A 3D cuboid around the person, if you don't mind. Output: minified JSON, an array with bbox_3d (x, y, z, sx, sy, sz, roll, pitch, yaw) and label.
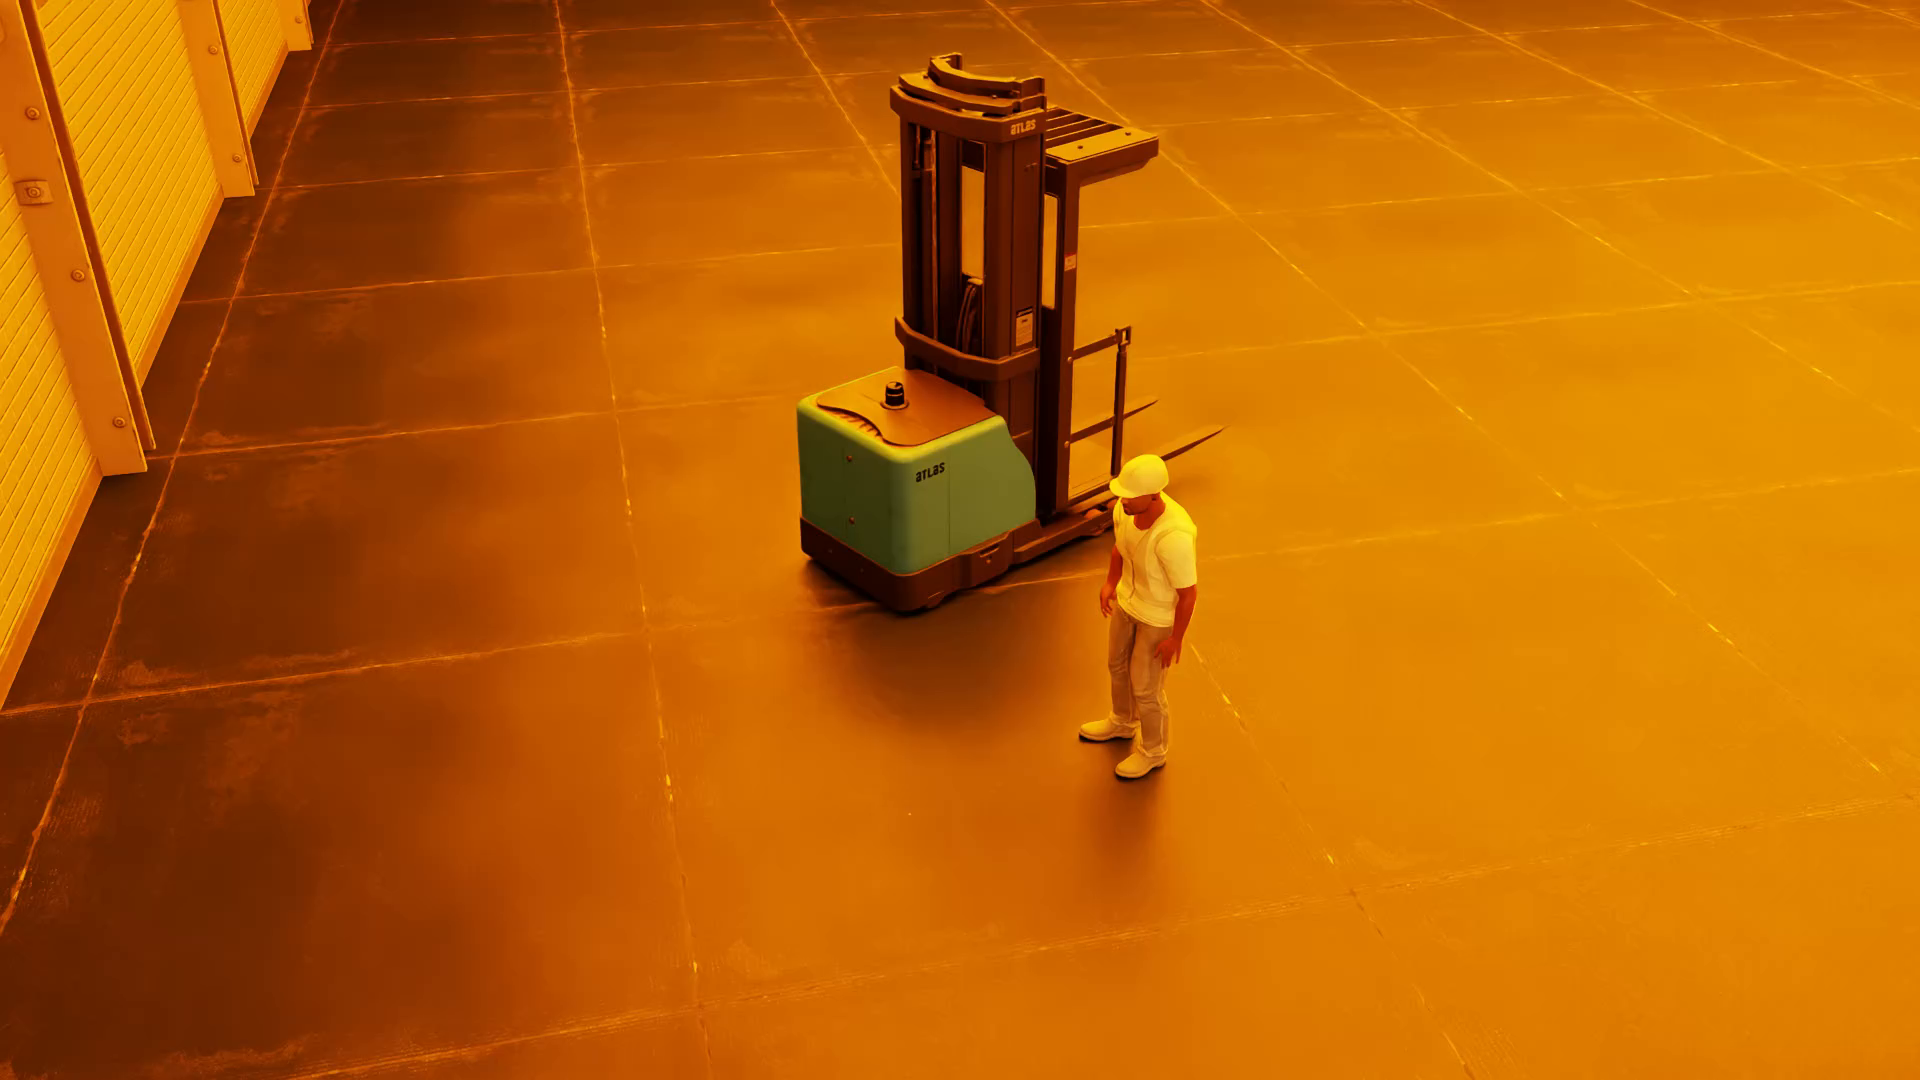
[{"bbox_3d":[0.895,0.350,8.143,0.462,1.759,0.633,-14,33,-23],"label":"person"}]

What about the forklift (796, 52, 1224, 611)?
[{"bbox_3d":[0.457,-1.471,10.116,3.031,2.935,1.130,-24,38,-35],"label":"forklift"}]
